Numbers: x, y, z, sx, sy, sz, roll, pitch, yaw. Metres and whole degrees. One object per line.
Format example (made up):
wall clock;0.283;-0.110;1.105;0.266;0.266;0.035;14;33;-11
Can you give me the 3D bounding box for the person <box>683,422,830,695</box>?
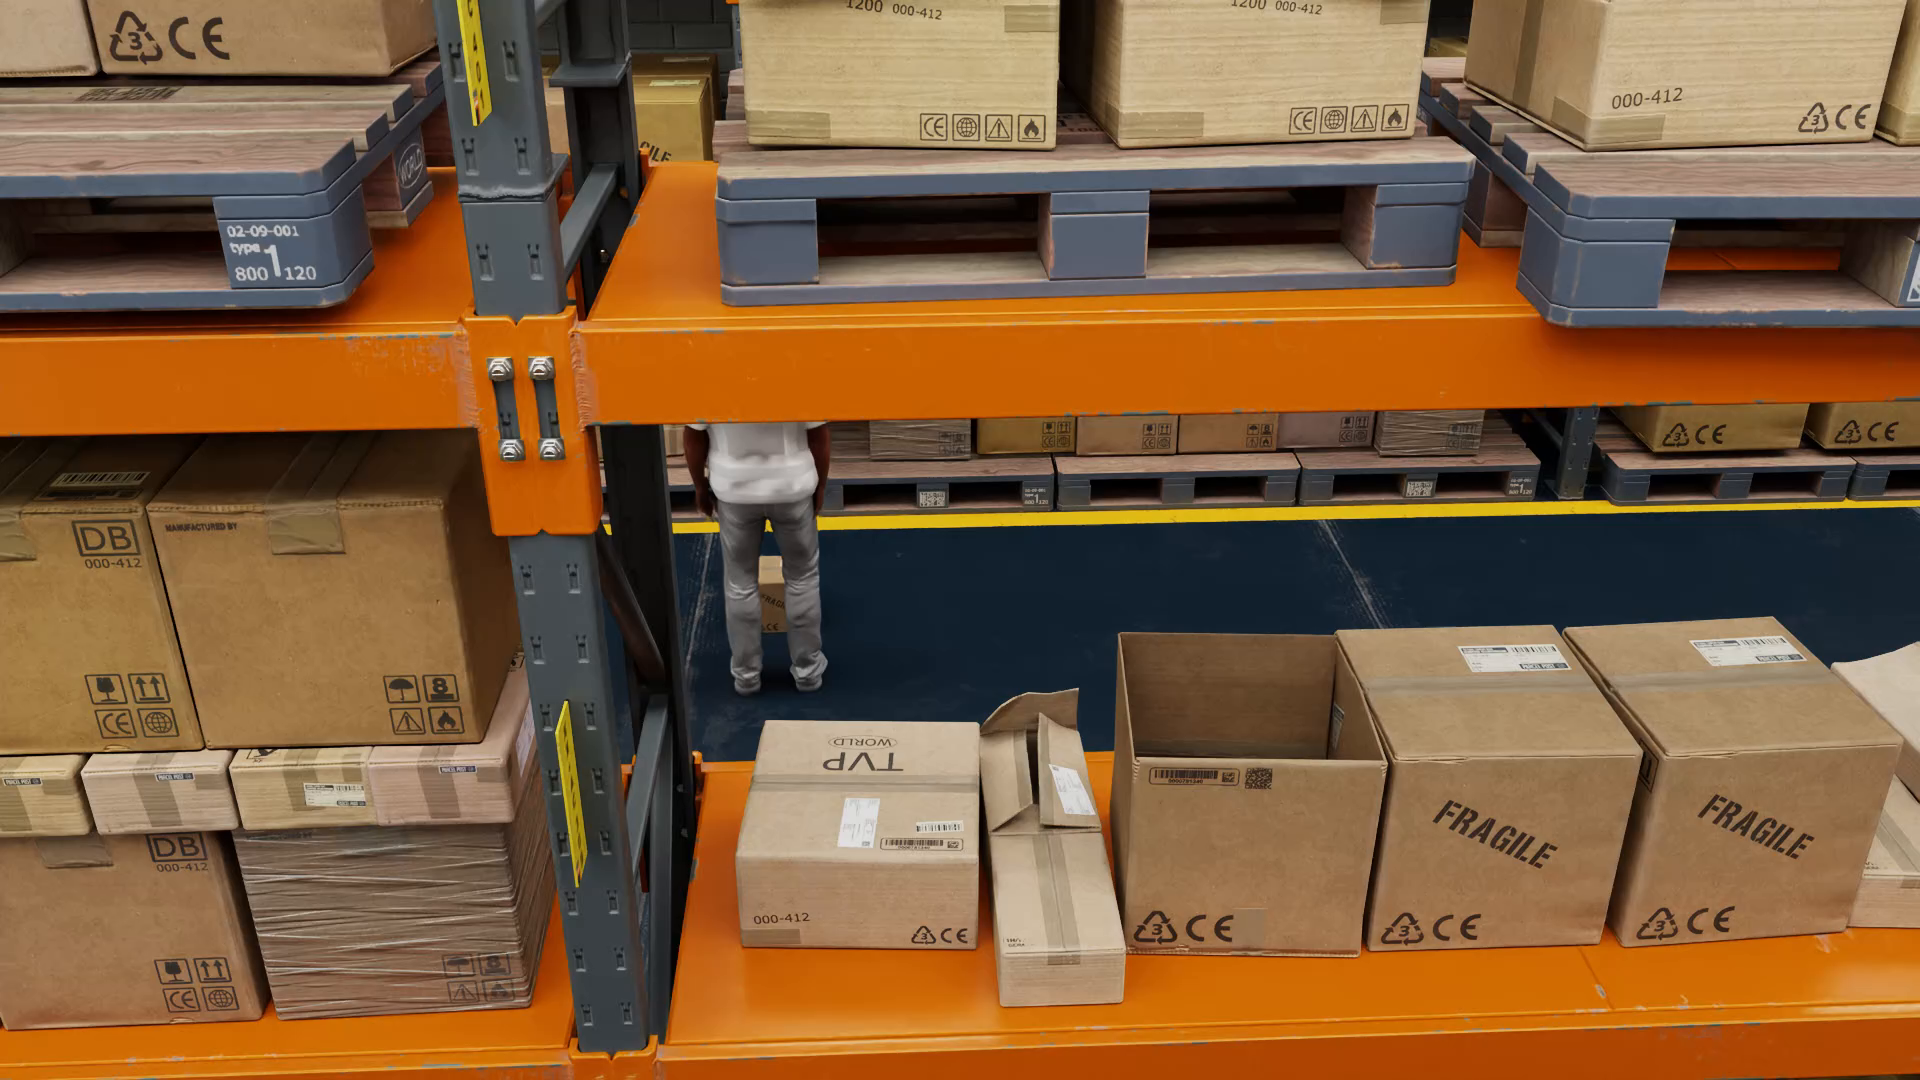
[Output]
person;-0.779;-0.206;6.497;0.568;1.759;0.368;-1;27;-2
